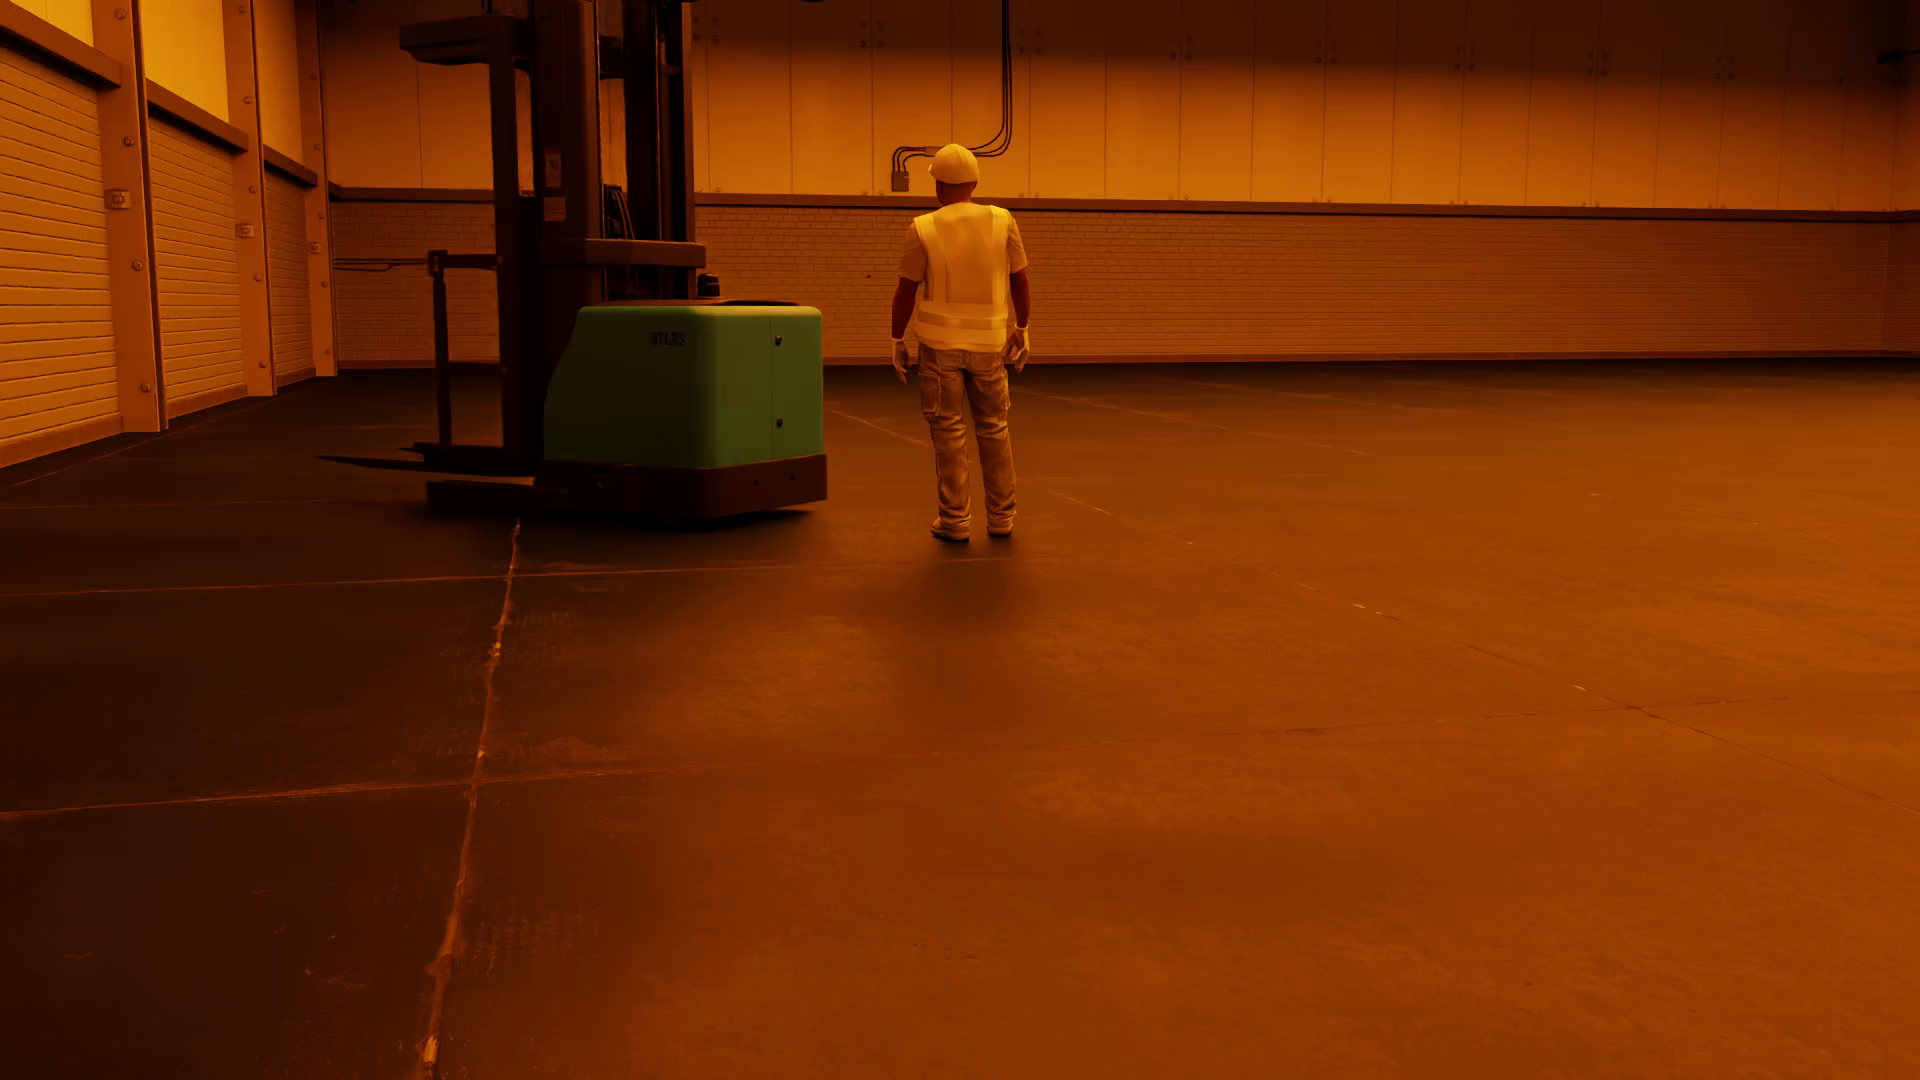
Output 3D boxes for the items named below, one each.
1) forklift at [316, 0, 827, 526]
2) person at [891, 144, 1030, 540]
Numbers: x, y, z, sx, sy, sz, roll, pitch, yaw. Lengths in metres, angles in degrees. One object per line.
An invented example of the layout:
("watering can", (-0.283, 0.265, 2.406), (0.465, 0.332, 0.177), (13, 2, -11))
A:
("forklift", (-2.229, -1.647, 8.896), (3.031, 2.935, 1.130), (5, 9, 30))
("person", (-0.009, -0.900, 7.653), (0.656, 1.781, 0.577), (-2, 8, -13))
